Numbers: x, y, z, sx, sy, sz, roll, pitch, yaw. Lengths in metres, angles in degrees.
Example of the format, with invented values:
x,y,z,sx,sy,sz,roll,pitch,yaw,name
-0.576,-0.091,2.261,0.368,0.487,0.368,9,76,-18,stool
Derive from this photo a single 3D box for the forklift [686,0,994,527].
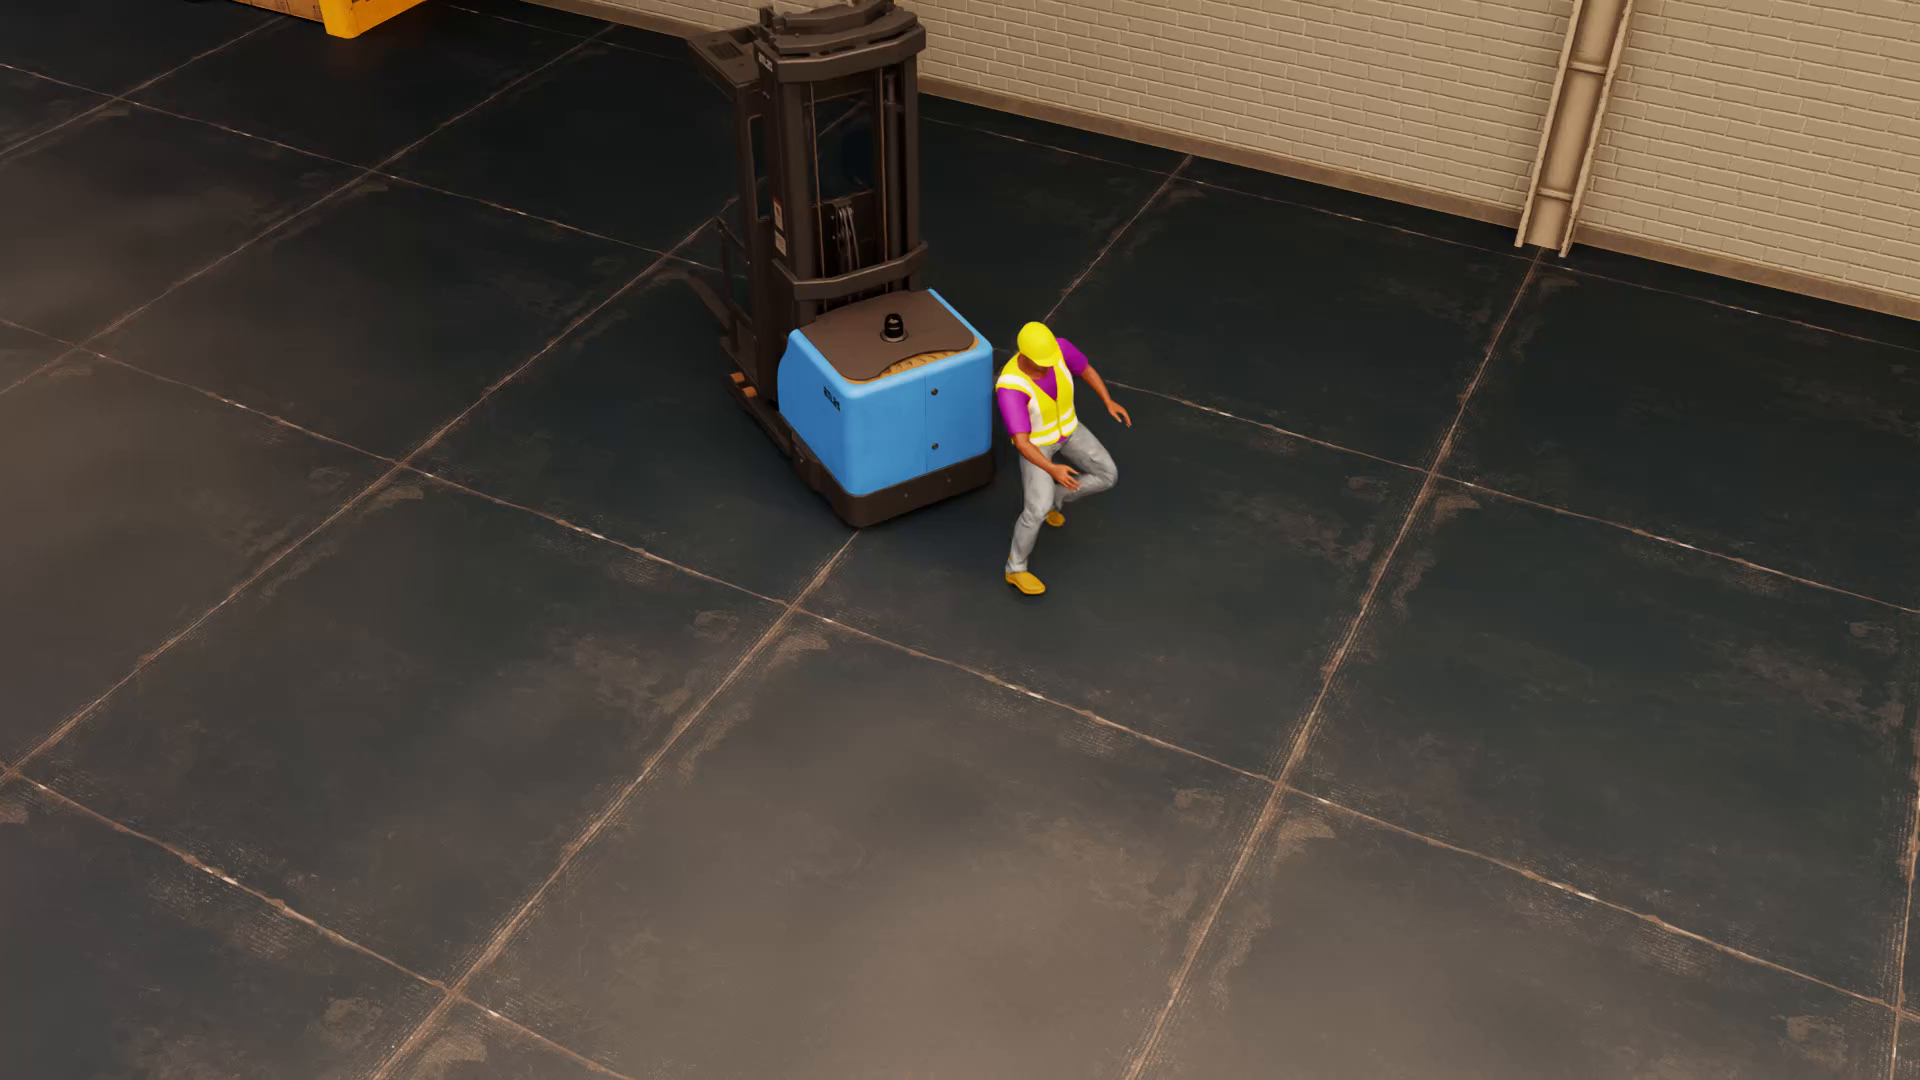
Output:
x,y,z,sx,sy,sz,roll,pitch,yaw,name
-0.954,-2.133,10.519,1.130,2.935,3.031,-20,44,-22,forklift

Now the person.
x,y,z,sx,sy,sz,roll,pitch,yaw,name
0.590,-0.541,9.683,0.867,1.590,0.782,-27,47,-29,person
